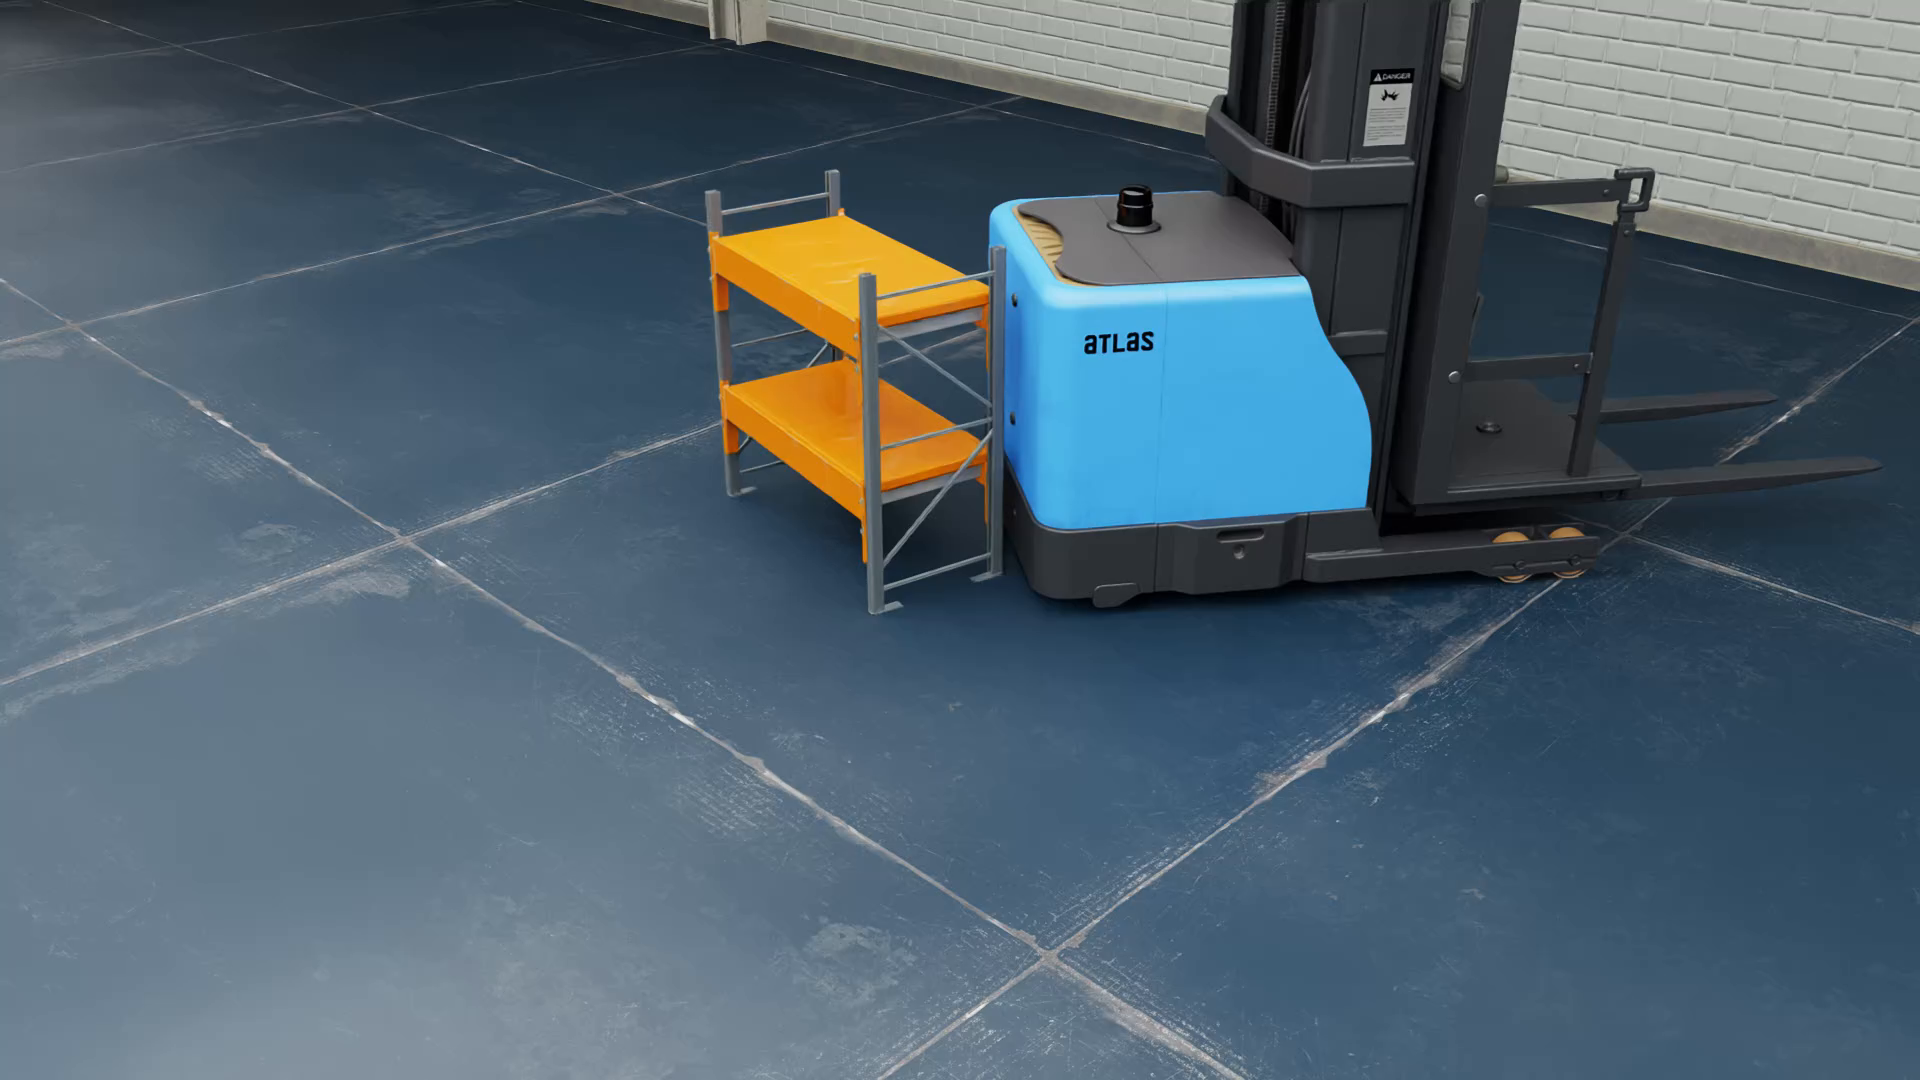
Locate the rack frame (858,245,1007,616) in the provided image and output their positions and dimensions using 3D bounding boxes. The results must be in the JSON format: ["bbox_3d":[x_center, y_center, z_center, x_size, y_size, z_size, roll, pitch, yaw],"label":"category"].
[{"bbox_3d":[-0.076,-0.326,5.161,0.500,1.125,0.032,-17,32,-29],"label":"rack frame"}]

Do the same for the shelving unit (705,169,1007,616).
[{"bbox_3d":[-0.355,-0.524,5.538,0.538,1.125,1.048,-17,32,-29],"label":"shelving unit"}]

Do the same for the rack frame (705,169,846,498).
[{"bbox_3d":[-0.634,-0.722,5.914,0.500,1.125,0.032,-17,32,-29],"label":"rack frame"}]

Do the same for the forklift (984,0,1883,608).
[{"bbox_3d":[1.652,-1.394,5.251,3.031,2.935,1.130,-4,28,-8],"label":"forklift"}]

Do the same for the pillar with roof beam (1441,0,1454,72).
[{"bbox_3d":[-0.522,-4.654,4.932,0.400,9.000,9.100,25,36,38],"label":"pillar with roof beam"}]

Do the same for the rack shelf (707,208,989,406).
[{"bbox_3d":[-0.355,-0.783,5.401,0.538,0.278,1.000,-17,32,-29],"label":"rack shelf"}]

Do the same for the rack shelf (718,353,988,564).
[{"bbox_3d":[-0.355,-0.307,5.651,0.538,0.278,1.000,-17,32,-29],"label":"rack shelf"}]

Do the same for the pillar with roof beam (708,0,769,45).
[{"bbox_3d":[-4.800,-6.612,8.655,0.400,9.000,9.100,25,36,38],"label":"pillar with roof beam"}]
